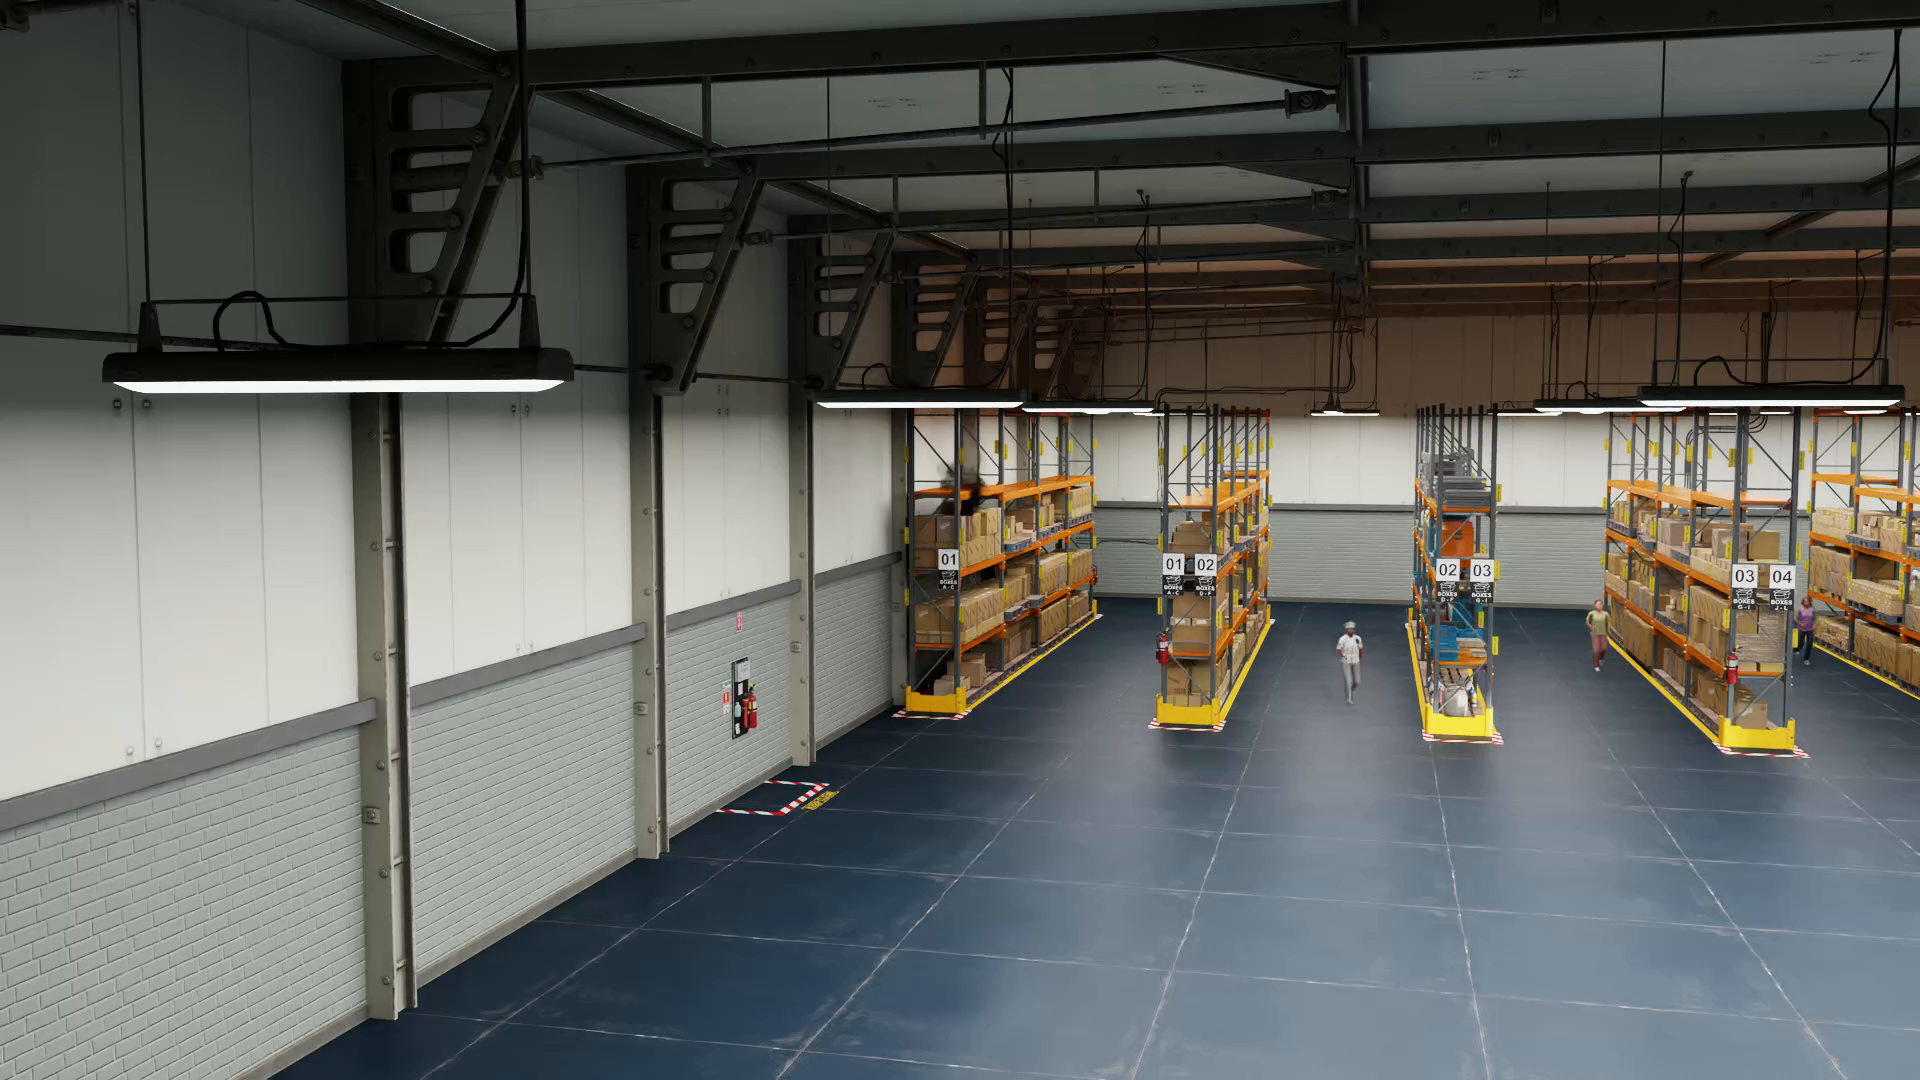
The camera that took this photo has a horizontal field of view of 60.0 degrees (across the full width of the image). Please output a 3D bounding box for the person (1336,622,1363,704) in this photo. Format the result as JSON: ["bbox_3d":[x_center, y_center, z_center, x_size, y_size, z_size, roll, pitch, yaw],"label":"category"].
[{"bbox_3d":[7.848,2.464,33.378,0.571,1.653,0.550,0,4,0],"label":"person"}]

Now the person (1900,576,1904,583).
[{"bbox_3d":[23.935,1.782,42.222,0.684,1.733,0.522,0,4,-2],"label":"person"}]

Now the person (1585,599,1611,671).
[{"bbox_3d":[14.502,2.163,37.746,0.574,1.631,0.539,1,4,13],"label":"person"}]

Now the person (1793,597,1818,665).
[{"bbox_3d":[19.772,2.120,38.896,0.547,1.545,0.685,1,4,13],"label":"person"}]

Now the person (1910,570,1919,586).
[{"bbox_3d":[25.142,1.667,43.877,0.610,1.743,0.652,1,4,16],"label":"person"}]
